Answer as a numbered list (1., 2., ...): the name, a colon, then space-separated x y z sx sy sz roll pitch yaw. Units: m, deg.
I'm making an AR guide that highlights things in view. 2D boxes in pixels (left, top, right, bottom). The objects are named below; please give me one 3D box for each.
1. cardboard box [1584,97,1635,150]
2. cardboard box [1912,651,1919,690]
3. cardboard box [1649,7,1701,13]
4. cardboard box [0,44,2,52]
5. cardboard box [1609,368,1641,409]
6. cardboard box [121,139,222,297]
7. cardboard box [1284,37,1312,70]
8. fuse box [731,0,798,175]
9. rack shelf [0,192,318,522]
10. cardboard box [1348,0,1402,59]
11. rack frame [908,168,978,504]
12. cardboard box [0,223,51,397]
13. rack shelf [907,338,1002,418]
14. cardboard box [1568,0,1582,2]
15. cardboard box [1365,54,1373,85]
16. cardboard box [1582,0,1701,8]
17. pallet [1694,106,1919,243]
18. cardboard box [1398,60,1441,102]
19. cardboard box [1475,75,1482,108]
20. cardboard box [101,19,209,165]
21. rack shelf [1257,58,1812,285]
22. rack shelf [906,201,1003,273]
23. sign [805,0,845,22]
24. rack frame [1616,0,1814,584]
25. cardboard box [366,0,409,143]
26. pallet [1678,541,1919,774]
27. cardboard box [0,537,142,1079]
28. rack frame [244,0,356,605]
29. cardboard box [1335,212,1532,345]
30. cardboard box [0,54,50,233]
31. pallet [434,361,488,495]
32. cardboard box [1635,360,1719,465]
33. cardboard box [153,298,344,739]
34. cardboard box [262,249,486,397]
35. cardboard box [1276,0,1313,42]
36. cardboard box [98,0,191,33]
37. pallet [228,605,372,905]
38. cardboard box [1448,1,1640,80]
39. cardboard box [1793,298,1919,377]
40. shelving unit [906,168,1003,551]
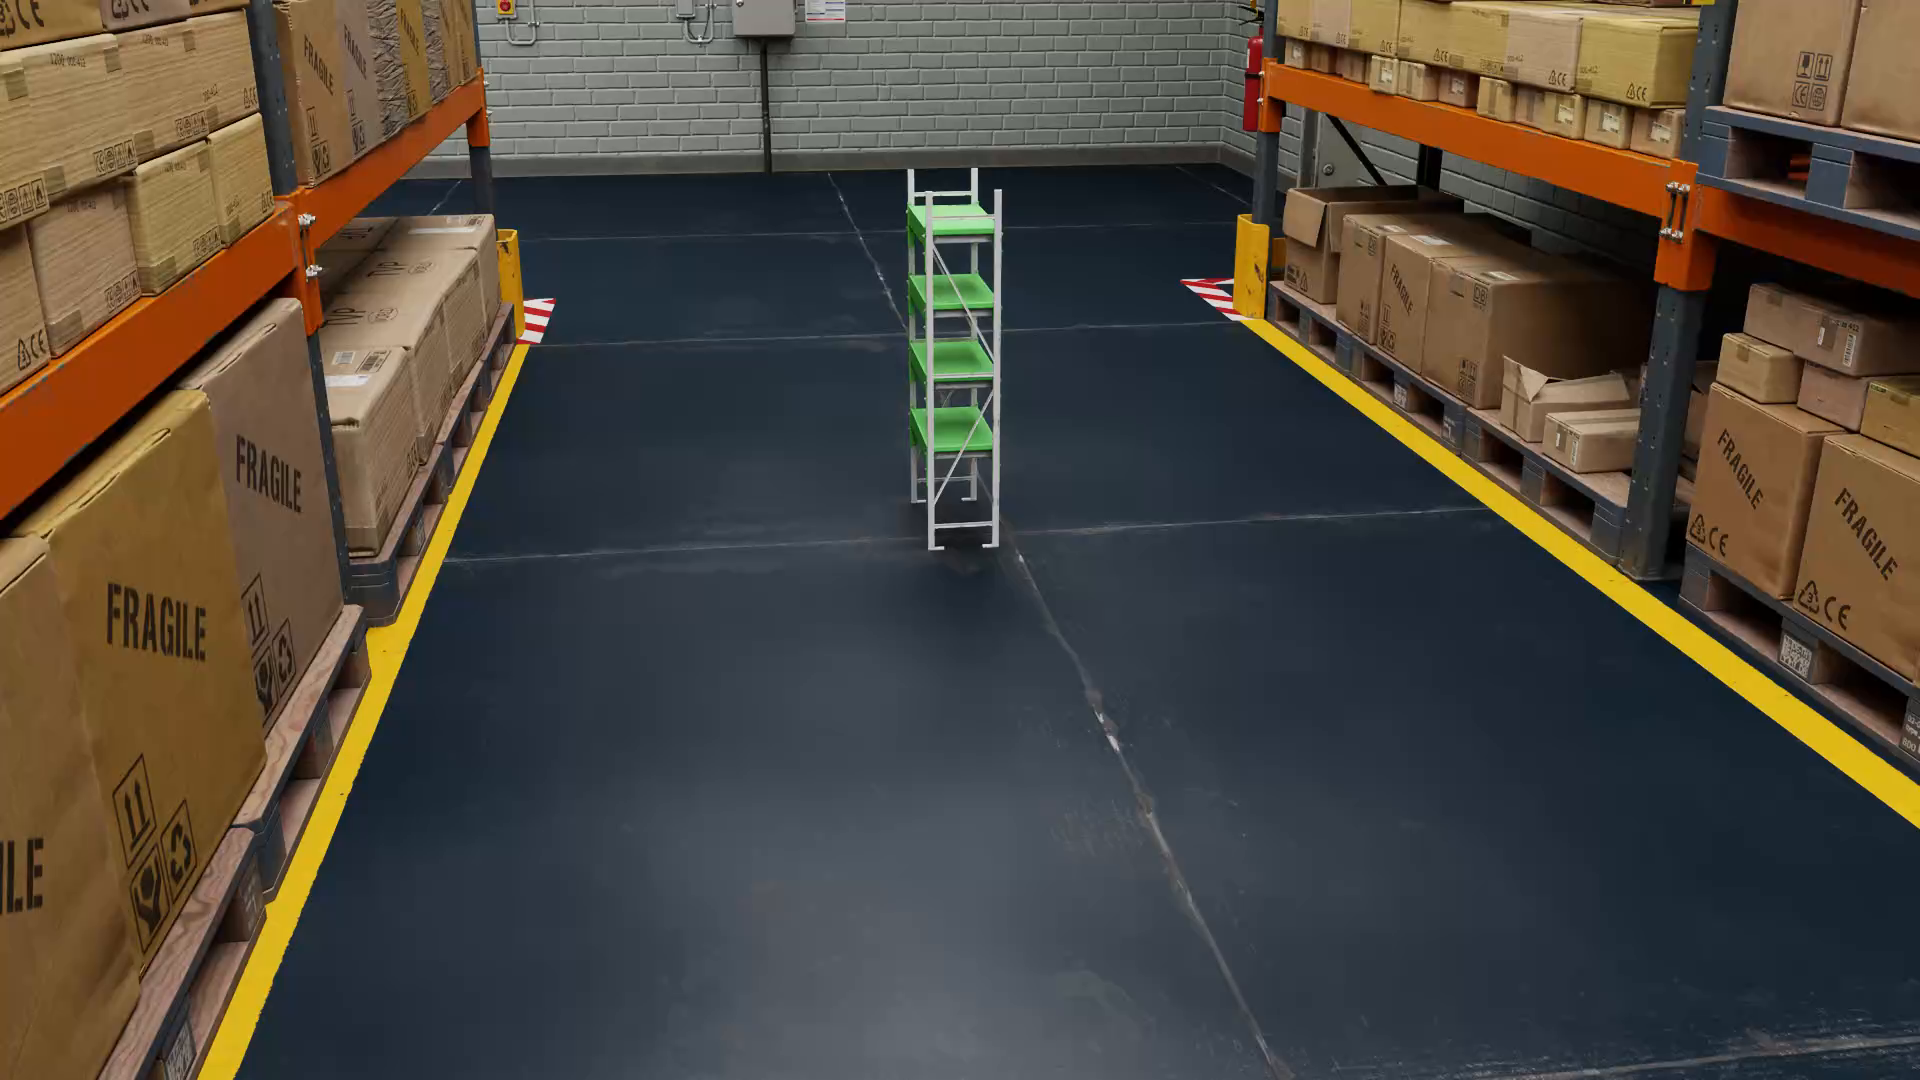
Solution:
1. cardboard box: 2.301 -1.380 5.482 0.380 0.149 0.250 -2 21 -6
2. cardboard box: 2.657 0.199 3.868 0.500 0.500 0.500 -4 21 -9
3. cardboard box: 2.773 -1.738 5.872 0.500 0.250 0.500 -3 21 -8
4. cardboard box: -1.717 -0.899 2.263 0.500 0.500 0.500 -3 21 -7
5. cardboard box: 2.732 -0.563 6.410 0.380 0.149 0.250 -3 21 -8
6. cardboard box: -1.869 -0.670 3.437 0.500 0.250 0.500 -3 21 -9
7. cardboard box: 1.855 -2.450 8.349 0.380 0.149 0.250 -3 21 -8
8. fuse box: -1.568 -3.847 13.571 0.539 1.711 0.414 -3 21 -8
9. rack shelf: -1.967 -0.030 2.536 1.077 0.370 4.000 -3 21 -8
10. cardboard box: 2.028 -2.244 7.227 0.500 0.250 0.500 -3 21 -9
11. rack frame: -0.059 -0.704 5.886 0.240 1.200 0.015 -3 21 -8
12. cardboard box: -1.736 -0.316 2.488 0.500 0.250 0.500 -3 21 -8
13. rack shelf: -0.024 -0.560 5.682 0.258 0.148 0.480 -3 21 -8
14. cardboard box: 2.623 -2.088 6.807 0.500 0.250 0.500 -3 21 -8
15. cardboard box: 2.030 -2.093 7.392 0.380 0.149 0.250 -3 21 -7
16. cardboard box: 2.705 -2.260 6.198 0.500 0.500 0.500 -3 21 -9
17. pallet: 2.663 -0.939 4.216 1.003 0.211 1.213 -3 21 -8
18. cardboard box: 2.050 -1.912 6.906 0.380 0.149 0.250 -2 21 -7
19. cardboard box: 2.238 -1.743 6.454 0.380 0.149 0.250 -3 21 -7
20. cardboard box: -1.872 -0.910 3.365 0.500 0.250 0.500 -2 21 -6
21. rack shelf: 2.368 -1.666 6.918 1.077 0.370 4.000 -3 21 -8
22. rack shelf: -0.024 -1.009 5.514 0.258 0.148 0.480 -3 21 -8
23. sign: -1.109 -4.503 13.620 0.329 0.494 0.001 -3 21 -8
24. rack frame: 2.656 -1.311 4.938 1.000 3.000 0.127 -3 21 -8
25. cardboard box: -2.198 -1.629 5.646 0.500 0.500 0.500 -3 21 -7
26. pallet: 2.811 0.275 4.677 1.003 0.211 1.213 -3 21 -8
27. cardboard box: -1.820 0.572 2.334 0.875 0.875 0.875 -3 21 -7
28. rack frame: -2.255 -1.059 4.265 1.000 3.000 0.127 -3 21 -8
29. cardboard box: 2.159 -1.207 7.633 0.700 0.500 0.500 -2 21 -6
30. cardboard box: -1.700 -0.554 2.413 0.500 0.250 0.500 -3 21 -7
31. pallet: -2.467 -0.443 6.601 1.003 0.211 1.213 -3 21 -8
32. cardboard box: 2.795 -0.489 5.980 0.500 0.311 0.500 -2 21 -6
33. cardboard box: -2.087 -0.050 3.999 0.875 0.875 0.875 -2 21 -6
34. cardboard box: -2.497 -0.901 6.902 0.875 0.438 0.875 -2 21 -6
35. cardboard box: 1.878 -2.594 8.164 0.500 0.250 0.500 -3 21 -7
36. cardboard box: -1.860 -1.254 3.213 0.500 0.500 0.500 -3 21 -7
37. pallet: -2.069 0.511 4.047 1.003 0.211 1.213 -3 21 -8
38. cardboard box: 2.196 -1.890 6.278 0.500 0.250 0.500 -3 21 -8
39. cardboard box: 2.529 -0.554 4.534 0.380 0.149 0.250 -4 21 -10
40. shelving unit: -0.024 -0.619 5.660 0.258 1.200 0.503 -3 21 -8
